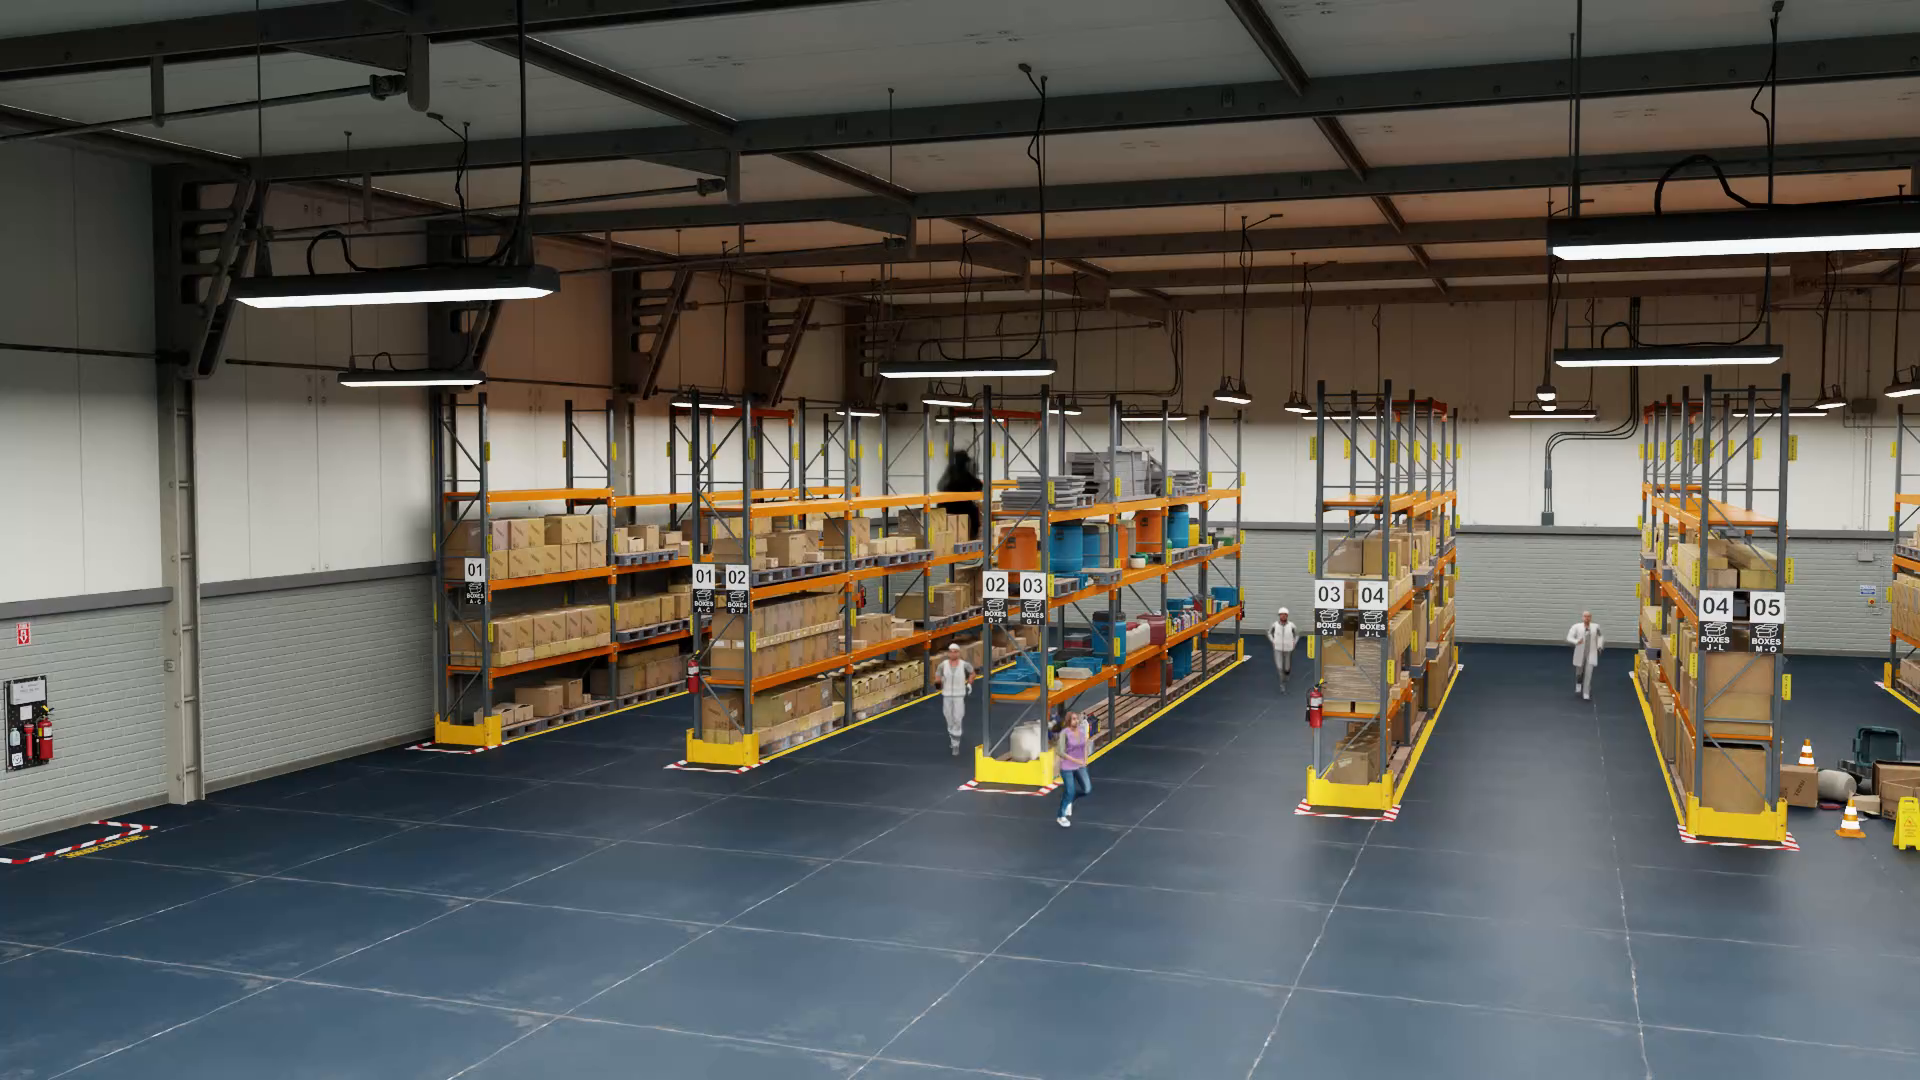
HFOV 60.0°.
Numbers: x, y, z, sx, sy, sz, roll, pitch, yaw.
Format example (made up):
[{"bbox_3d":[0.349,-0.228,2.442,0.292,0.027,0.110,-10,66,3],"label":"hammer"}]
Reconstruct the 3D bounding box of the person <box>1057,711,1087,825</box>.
[{"bbox_3d":[1.549,3.048,22.141,0.567,1.555,0.583,-2,4,-33],"label":"person"}]

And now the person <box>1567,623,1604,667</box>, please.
[{"bbox_3d":[12.668,2.113,33.666,0.714,0.929,0.469,1,3,15],"label":"person"}]

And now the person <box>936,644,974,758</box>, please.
[{"bbox_3d":[-0.104,2.626,27.528,0.608,1.832,0.765,1,3,11],"label":"person"}]

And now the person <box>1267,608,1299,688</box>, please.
[{"bbox_3d":[6.768,2.256,34.845,0.661,1.677,0.631,1,3,11],"label":"person"}]
